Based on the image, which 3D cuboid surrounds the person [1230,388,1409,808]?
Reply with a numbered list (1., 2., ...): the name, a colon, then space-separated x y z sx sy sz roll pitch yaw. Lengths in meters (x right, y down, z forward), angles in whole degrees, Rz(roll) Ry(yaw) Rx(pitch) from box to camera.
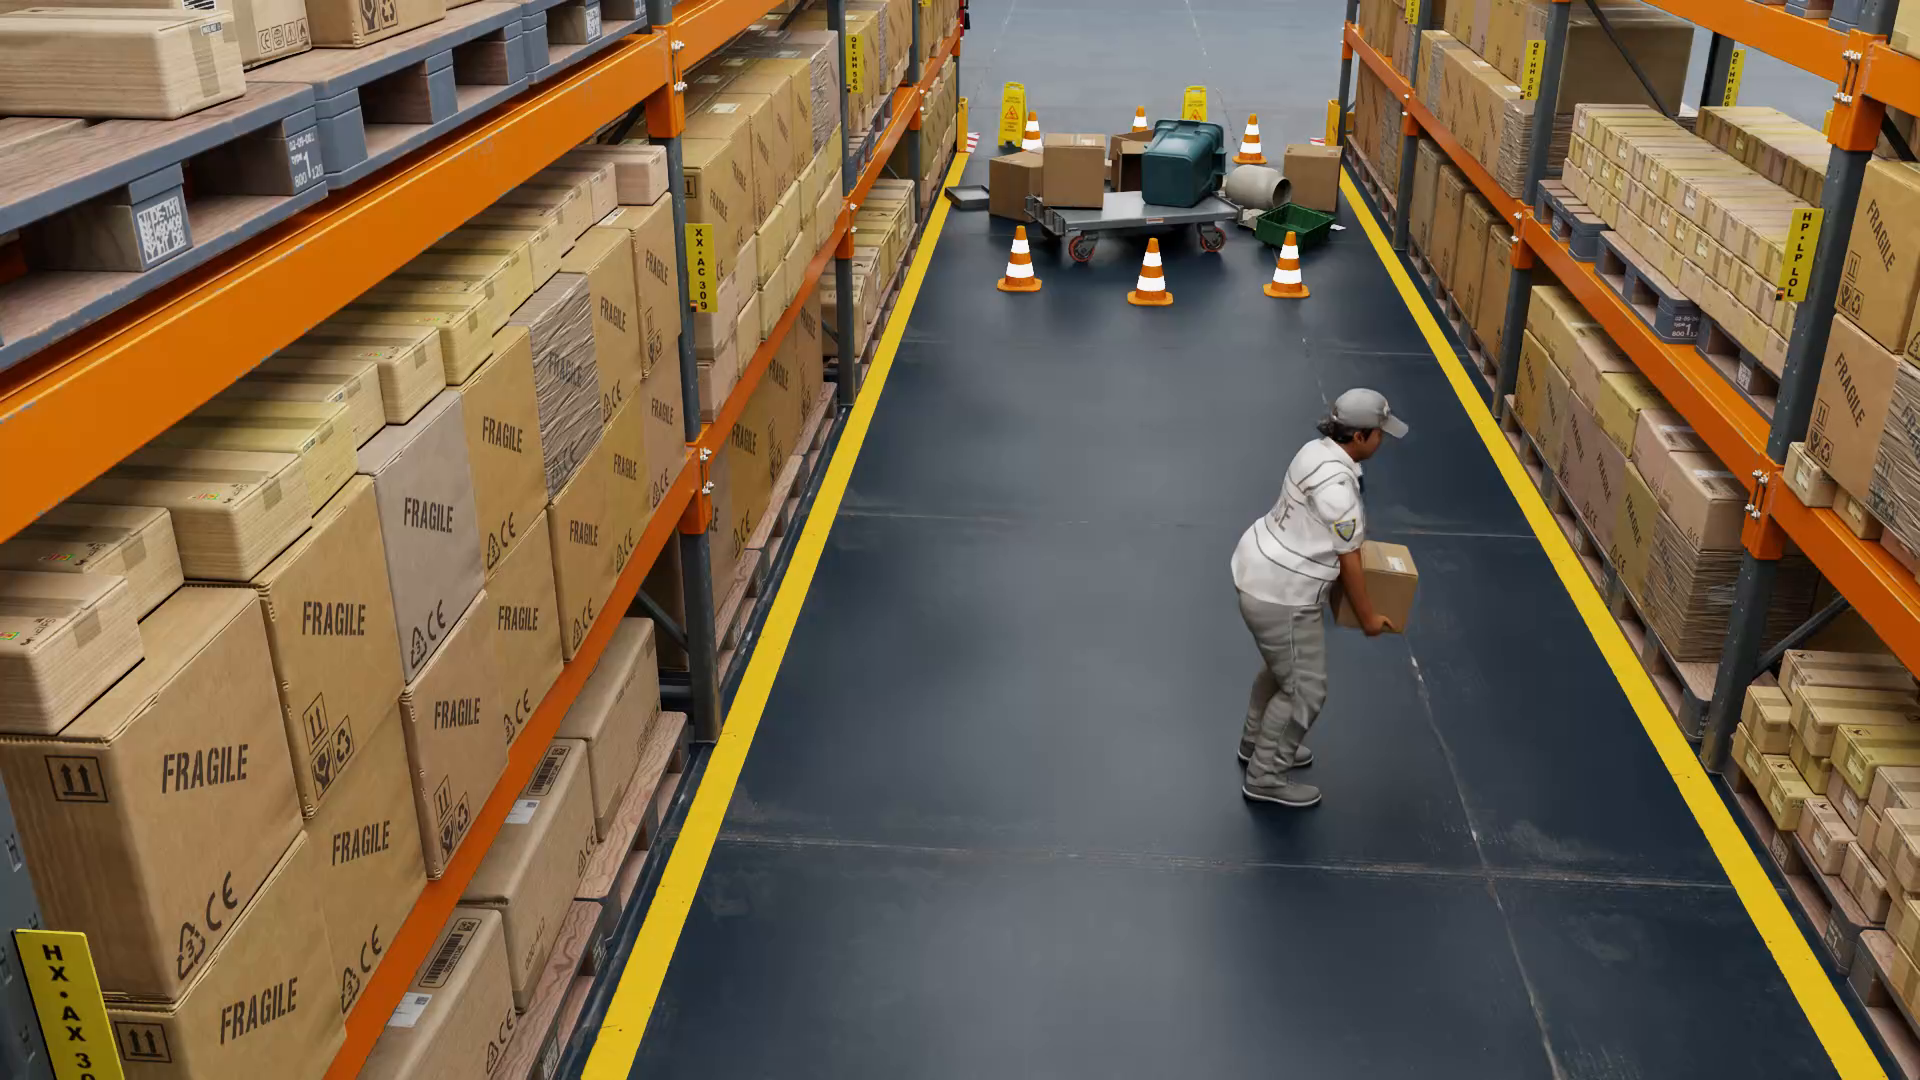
1. person: 1.309 0.206 6.216 0.593 1.623 0.452 1 25 3
